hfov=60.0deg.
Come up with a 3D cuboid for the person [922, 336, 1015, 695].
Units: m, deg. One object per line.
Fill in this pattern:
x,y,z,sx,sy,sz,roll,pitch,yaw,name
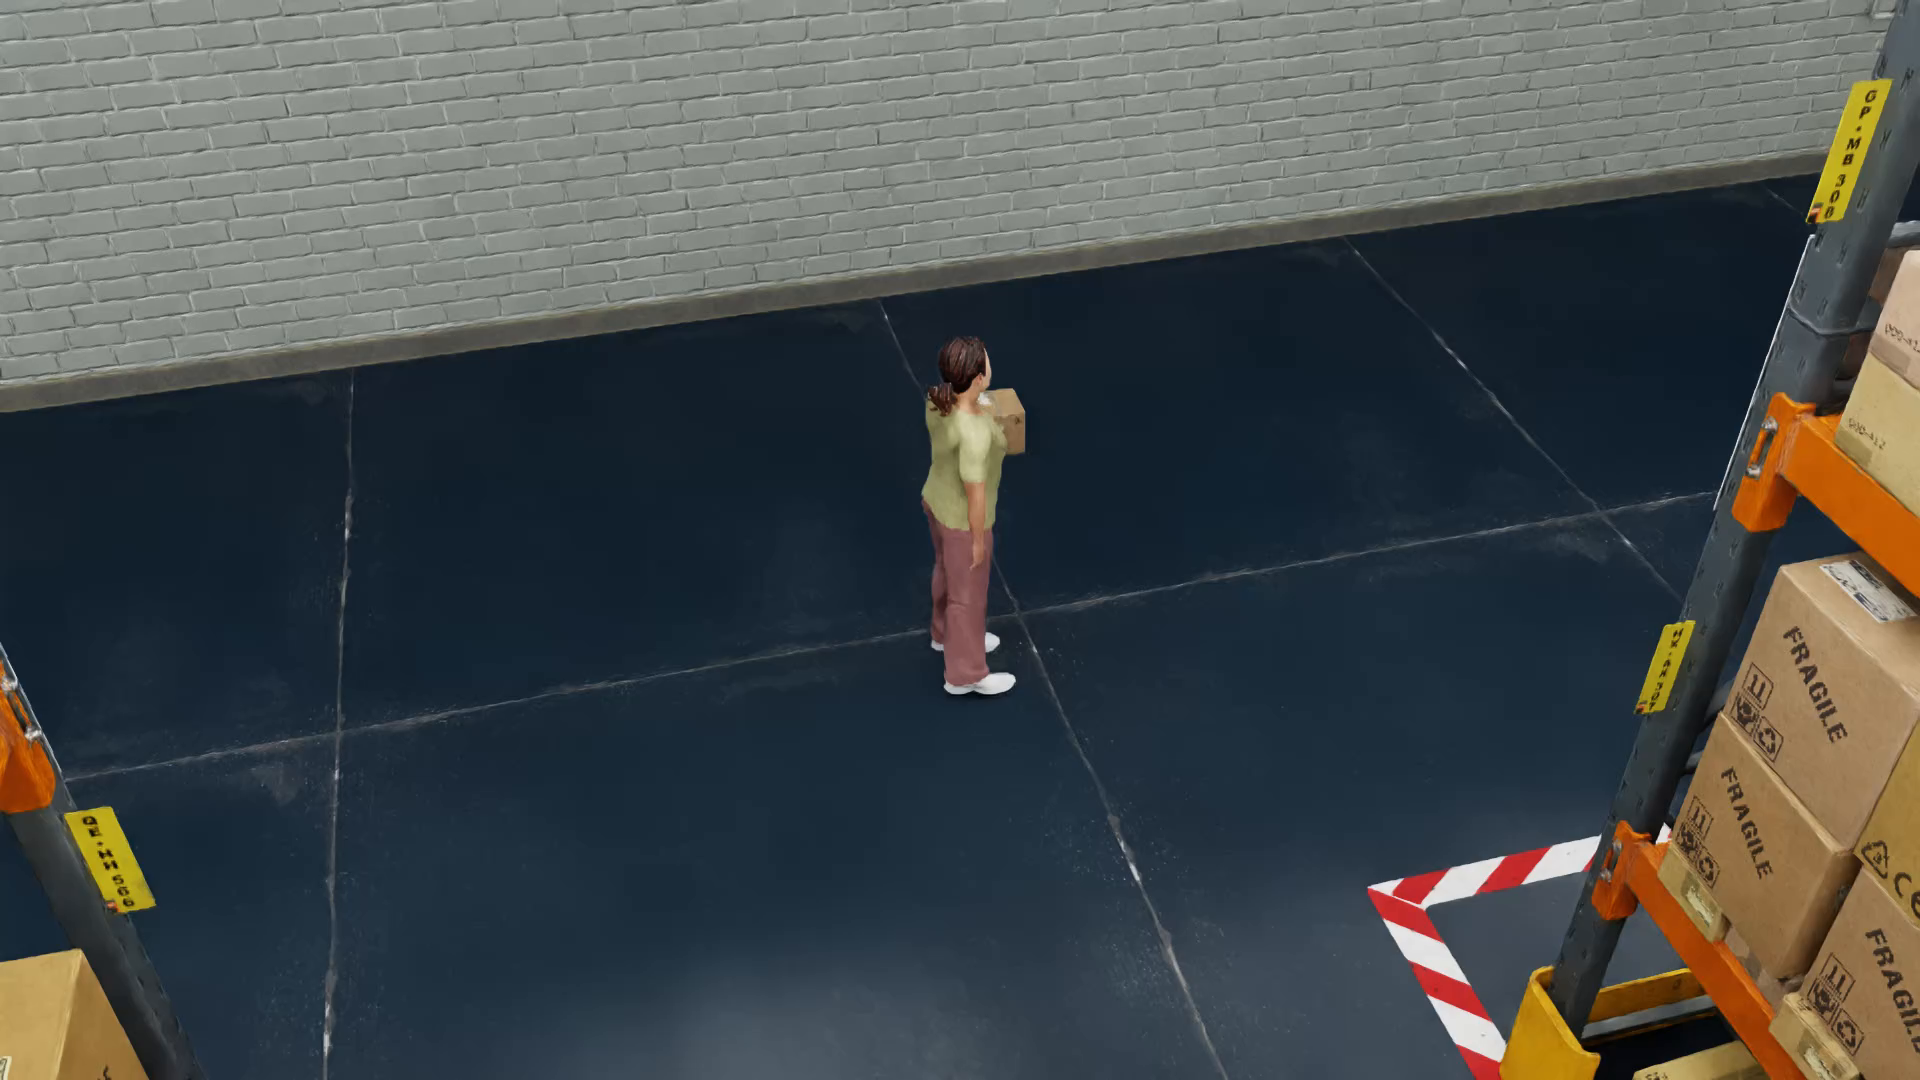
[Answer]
0.029,-0.106,6.815,0.371,1.677,0.494,-15,41,-19,person
